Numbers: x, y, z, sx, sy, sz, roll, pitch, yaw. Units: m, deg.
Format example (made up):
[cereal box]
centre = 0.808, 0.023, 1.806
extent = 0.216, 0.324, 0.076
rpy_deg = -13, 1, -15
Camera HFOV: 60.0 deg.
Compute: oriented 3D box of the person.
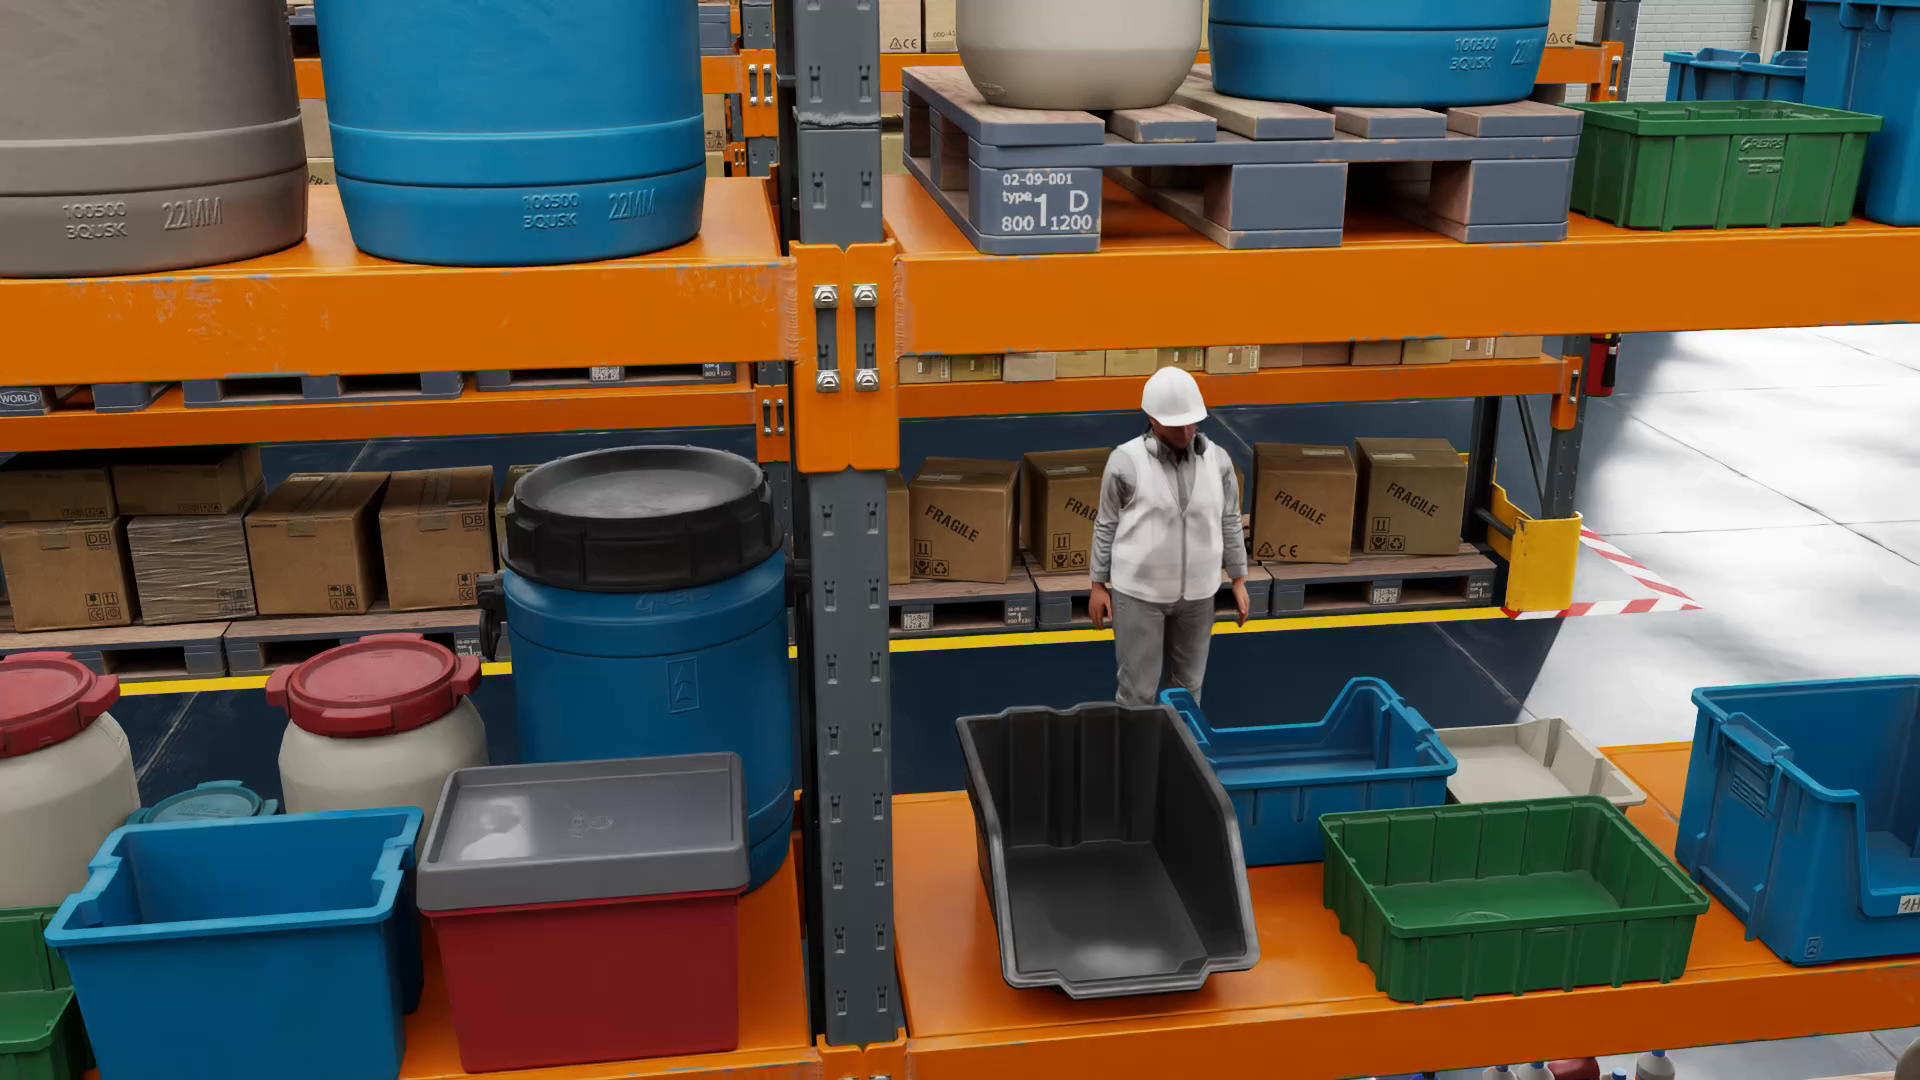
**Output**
[person]
centre = 0.828, 0.214, 6.451
extent = 0.603, 1.813, 0.396
rpy_deg = -6, 21, -16
